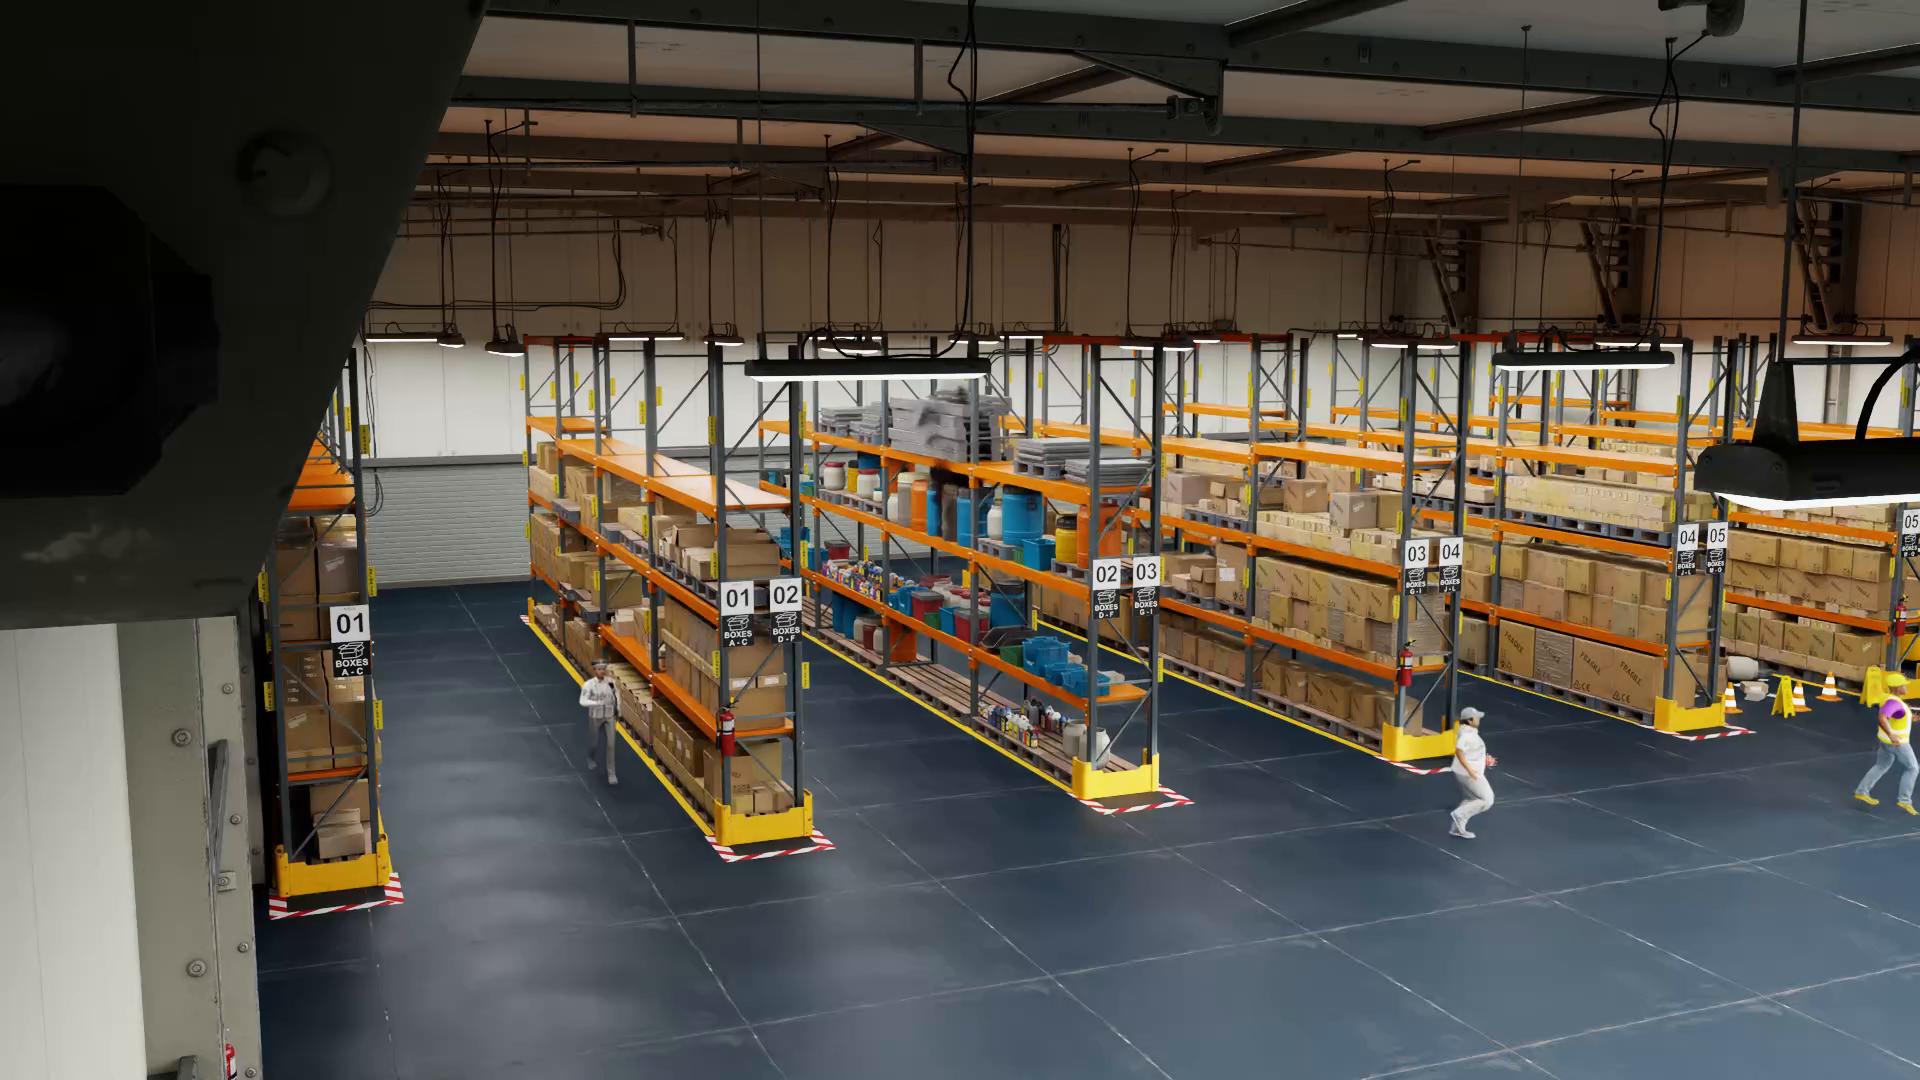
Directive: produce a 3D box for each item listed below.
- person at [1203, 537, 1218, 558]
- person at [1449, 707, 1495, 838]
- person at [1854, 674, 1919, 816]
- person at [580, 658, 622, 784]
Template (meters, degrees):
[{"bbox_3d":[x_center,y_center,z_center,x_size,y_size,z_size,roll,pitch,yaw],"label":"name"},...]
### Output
[{"bbox_3d":[5.488,0.772,35.546,0.672,1.674,0.610,-2,8,-17],"label":"person"},{"bbox_3d":[6.259,2.843,20.303,0.538,1.627,0.607,1,8,6],"label":"person"},{"bbox_3d":[11.990,2.623,21.379,0.780,1.827,0.675,1,8,10],"label":"person"},{"bbox_3d":[-4.922,2.441,22.859,0.611,1.679,0.939,-4,8,-25],"label":"person"}]
